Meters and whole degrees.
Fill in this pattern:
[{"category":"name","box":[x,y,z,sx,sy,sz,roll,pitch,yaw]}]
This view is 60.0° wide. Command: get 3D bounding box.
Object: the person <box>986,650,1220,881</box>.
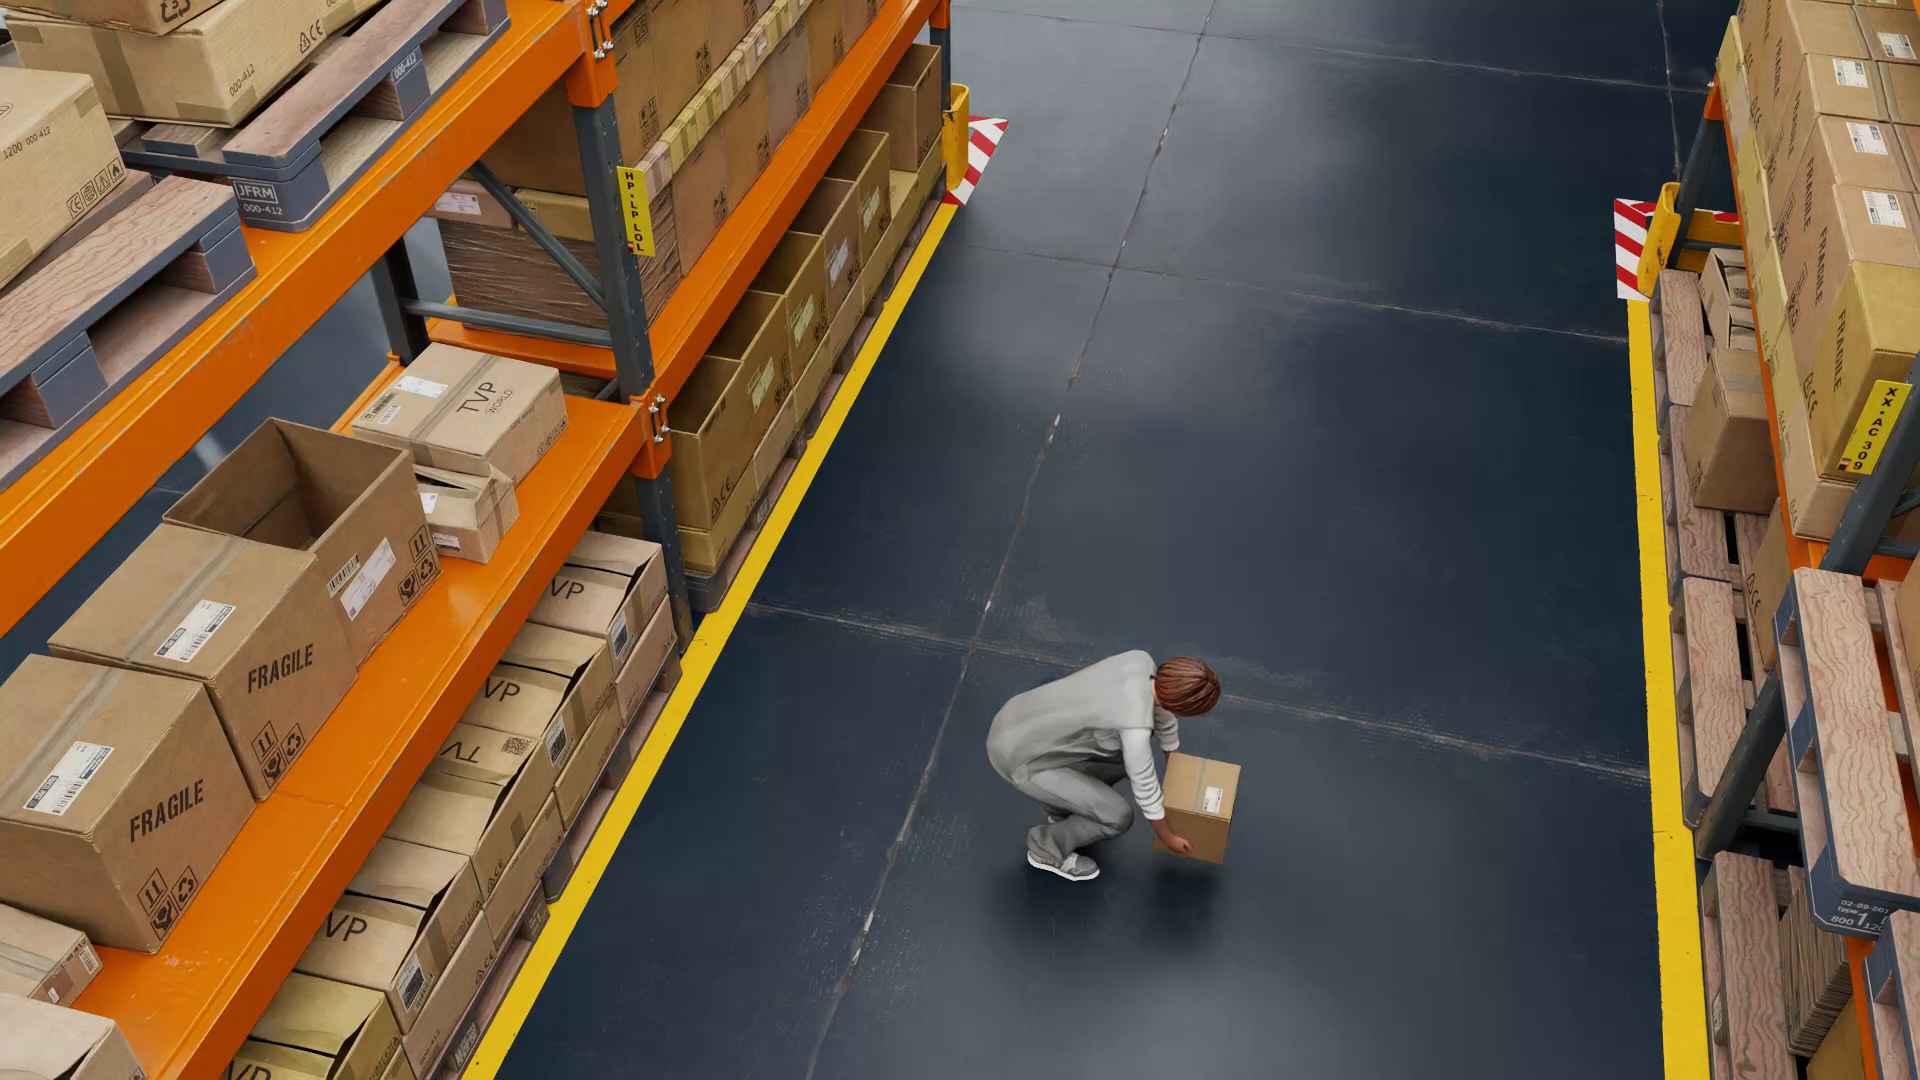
[{"category":"person","box":[0.481,0.751,5.797,0.767,0.966,0.454,10,43,11]}]
